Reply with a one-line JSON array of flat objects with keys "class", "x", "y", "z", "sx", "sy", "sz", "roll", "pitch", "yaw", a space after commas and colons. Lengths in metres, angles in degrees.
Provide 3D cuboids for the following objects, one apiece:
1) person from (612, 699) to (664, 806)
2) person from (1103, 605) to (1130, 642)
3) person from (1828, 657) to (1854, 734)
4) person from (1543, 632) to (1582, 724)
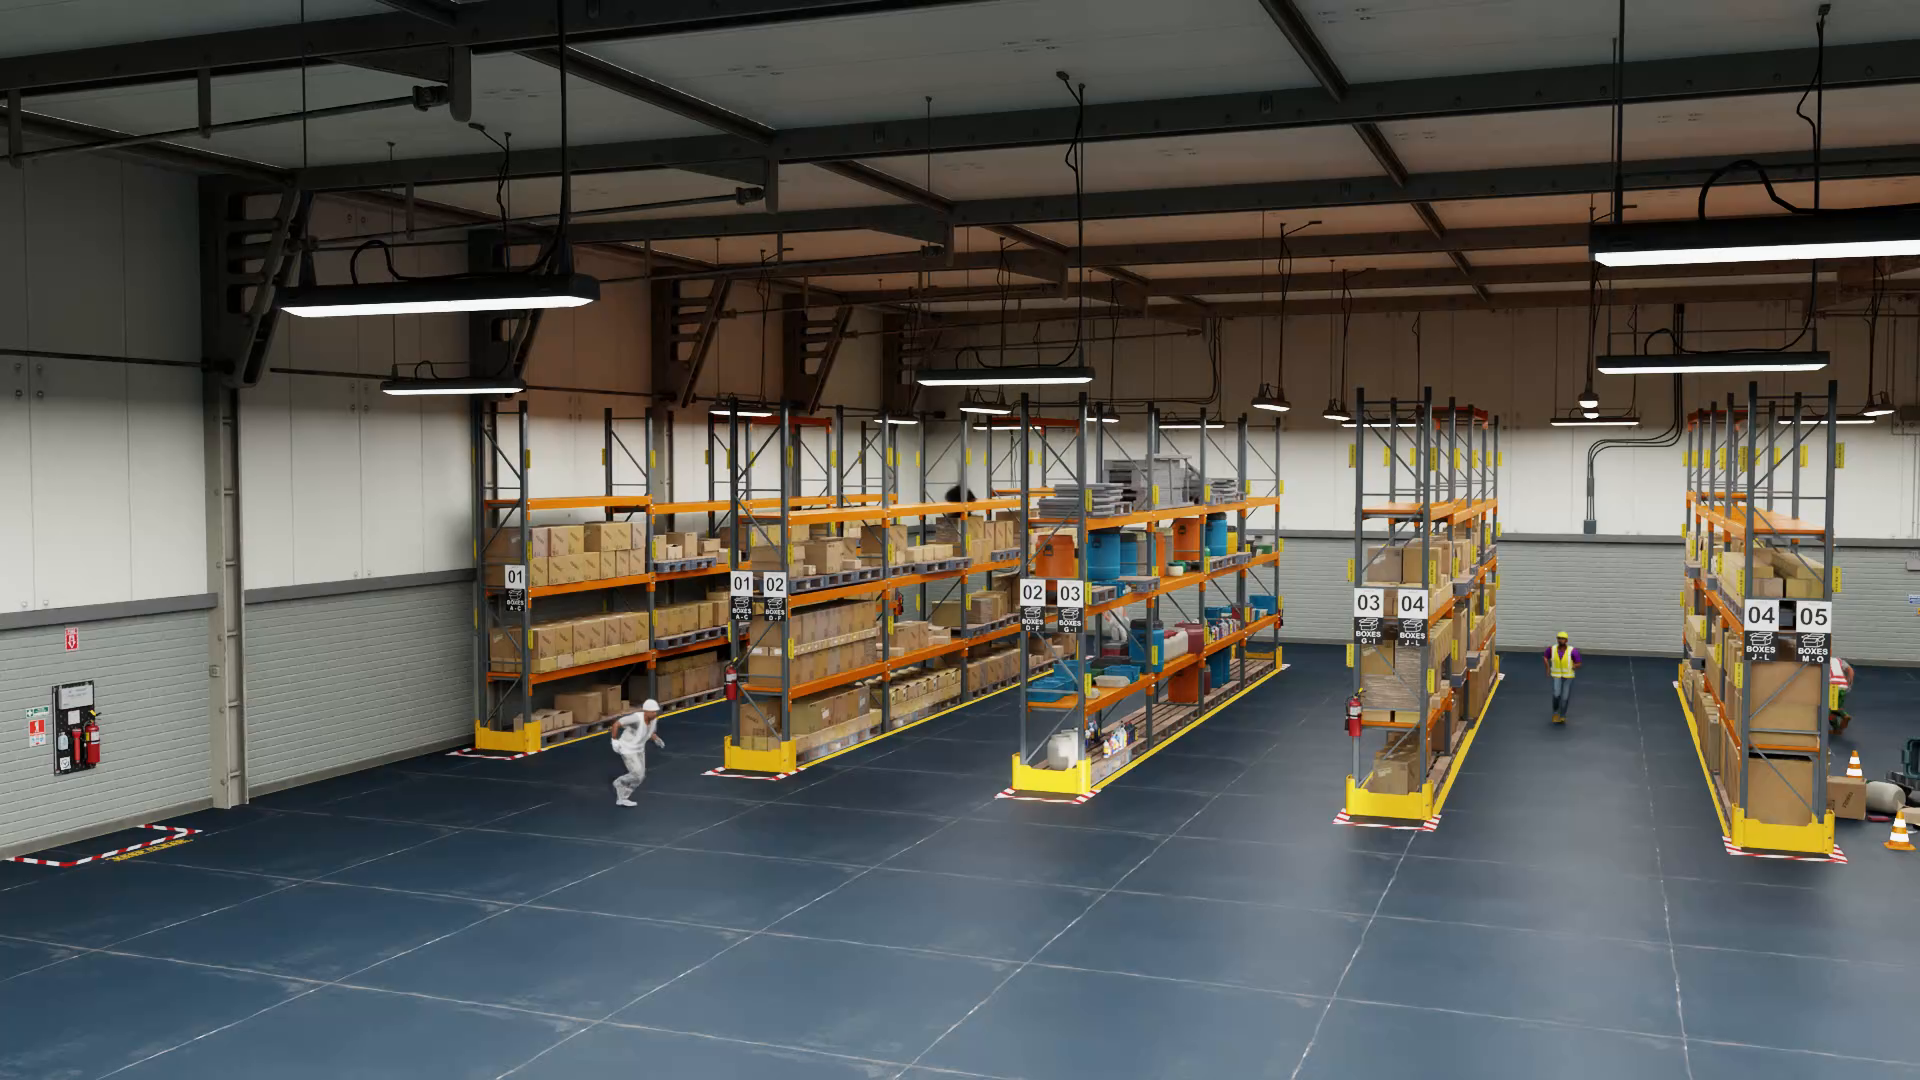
[{"class": "person", "x": -4.639, "y": 3.053, "z": 23.775, "sx": 0.825, "sy": 1.586, "sz": 0.715, "roll": 2, "pitch": 3, "yaw": 30}, {"class": "person", "x": 3.893, "y": 2.100, "z": 41.614, "sx": 0.711, "sy": 1.749, "sz": 0.828, "roll": -1, "pitch": 3, "yaw": -23}, {"class": "person", "x": 15.970, "y": 2.746, "z": 30.316, "sx": 0.677, "sy": 1.579, "sz": 0.973, "roll": 0, "pitch": 3, "yaw": -3}, {"class": "person", "x": 11.354, "y": 2.605, "z": 31.345, "sx": 0.682, "sy": 1.754, "sz": 0.697, "roll": 1, "pitch": 3, "yaw": 19}]
